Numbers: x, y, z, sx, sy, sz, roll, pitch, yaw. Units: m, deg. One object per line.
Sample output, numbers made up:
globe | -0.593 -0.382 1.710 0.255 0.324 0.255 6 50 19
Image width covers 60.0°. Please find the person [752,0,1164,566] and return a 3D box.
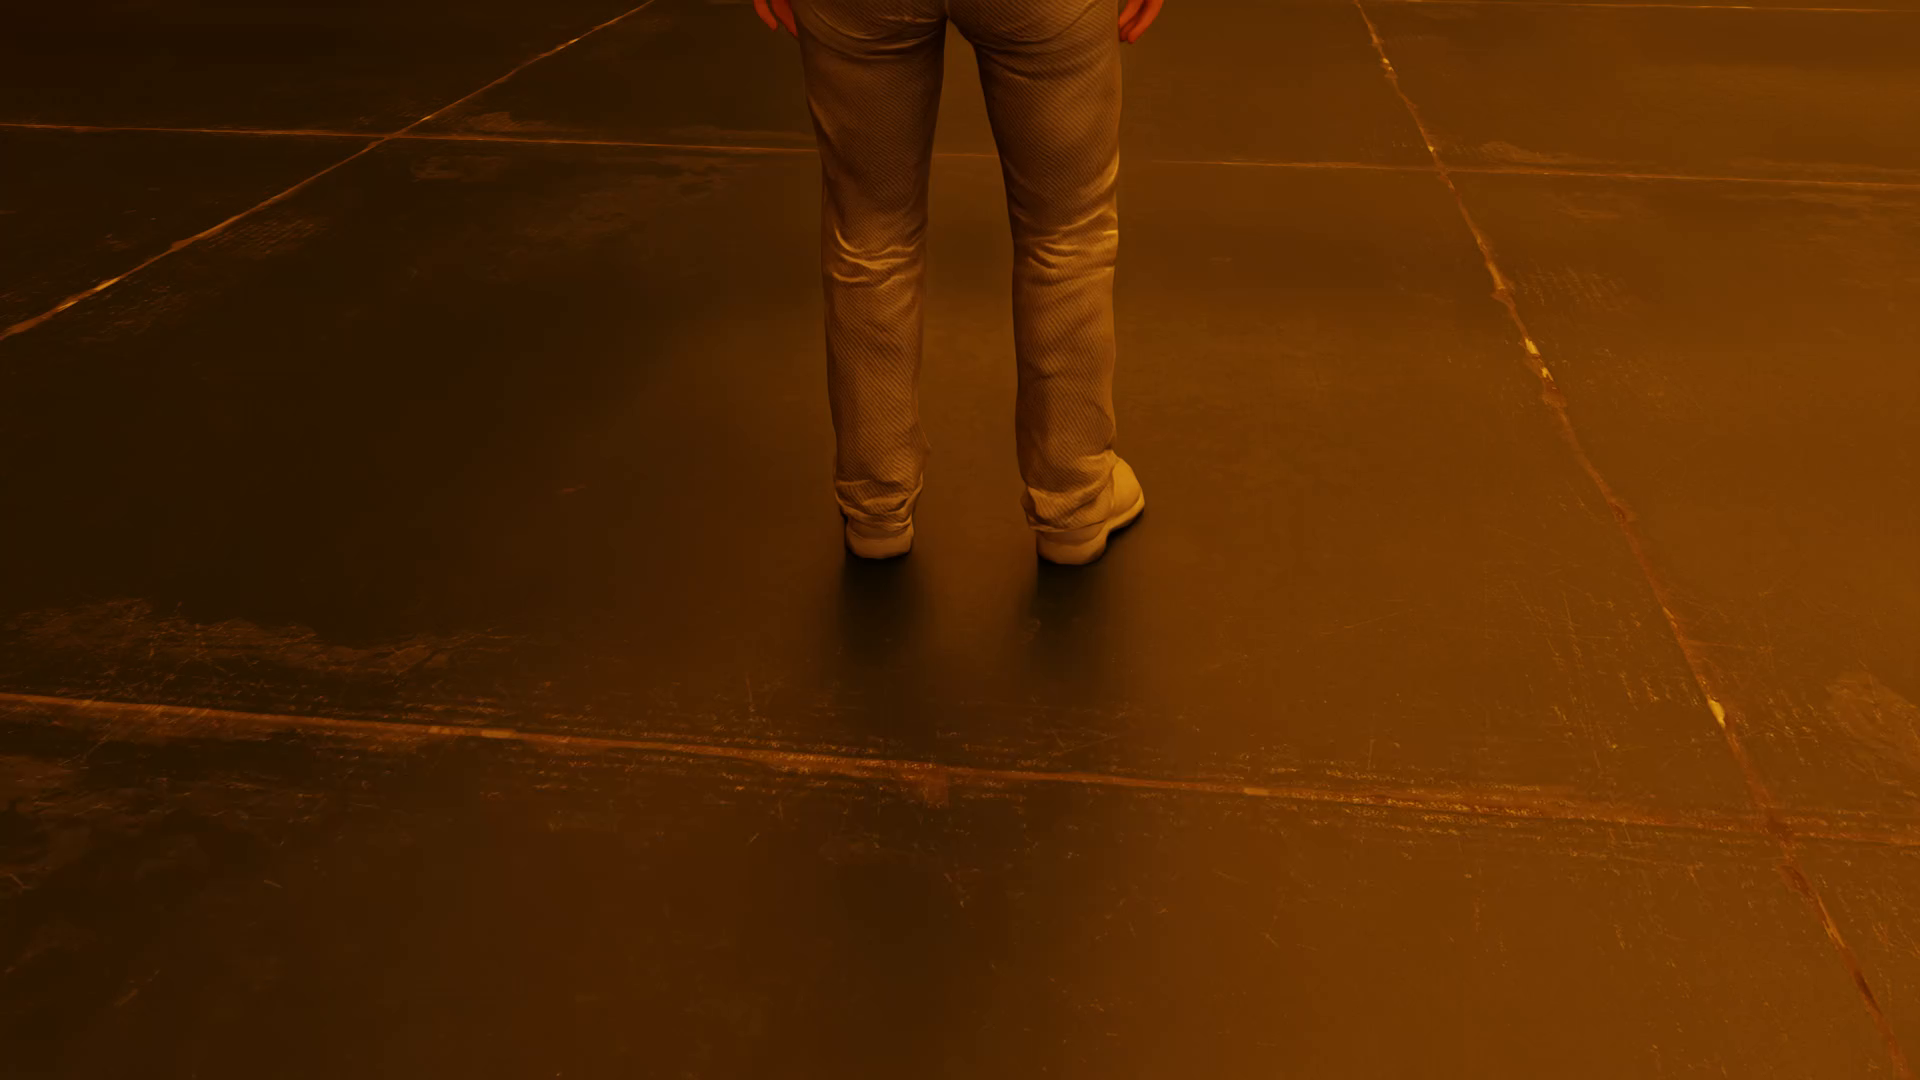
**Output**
person | -0.006 -0.803 2.128 0.580 1.770 0.463 3 27 5
